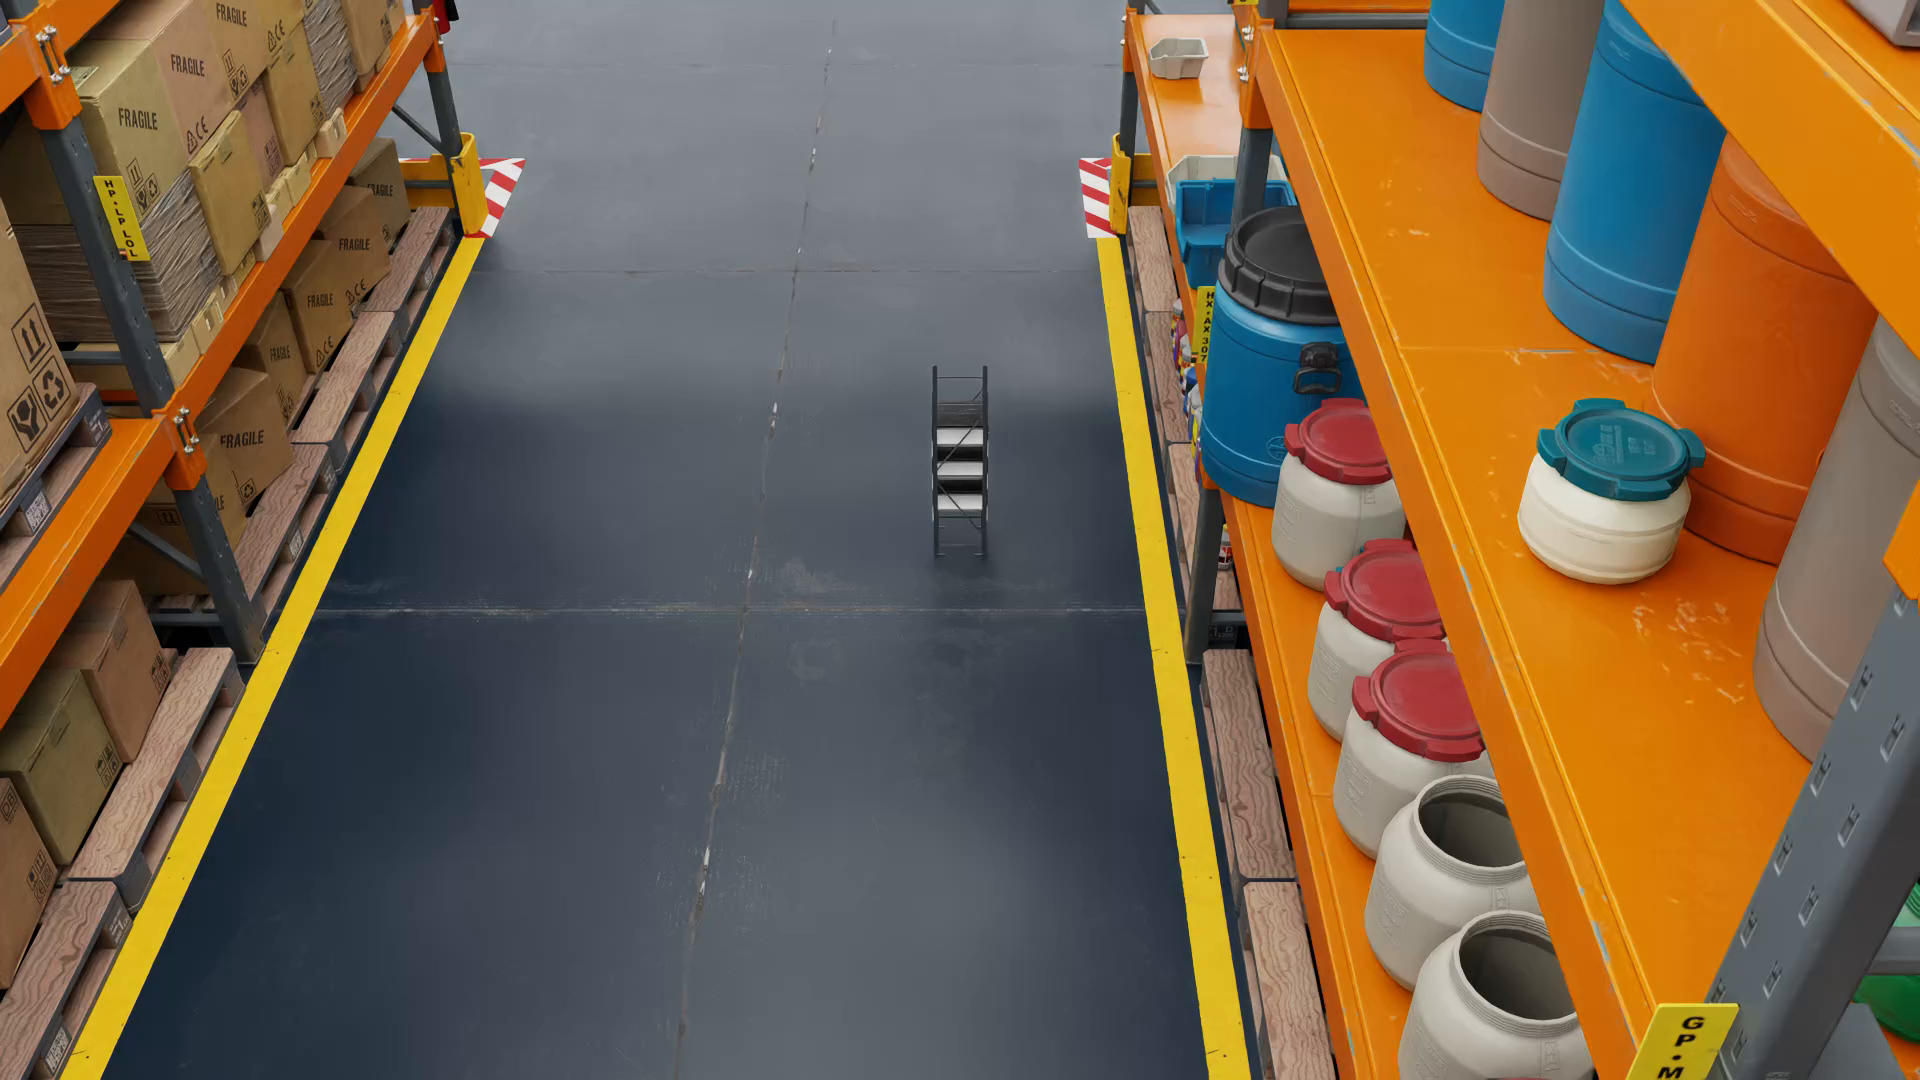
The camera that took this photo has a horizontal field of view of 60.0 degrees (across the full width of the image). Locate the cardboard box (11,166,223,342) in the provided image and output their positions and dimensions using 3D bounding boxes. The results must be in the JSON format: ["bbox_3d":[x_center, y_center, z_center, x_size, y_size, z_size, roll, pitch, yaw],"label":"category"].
[{"bbox_3d":[-3.431,-1.107,6.415,0.875,0.500,0.500,0,39,0],"label":"cardboard box"}]

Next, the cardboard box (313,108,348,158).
[{"bbox_3d":[-3.183,-1.958,7.995,0.380,0.149,0.250,0,39,0],"label":"cardboard box"}]

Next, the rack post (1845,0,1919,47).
[{"bbox_3d":[1.549,-1.862,2.717,1.013,1.000,3.121,0,39,0],"label":"rack post"}]

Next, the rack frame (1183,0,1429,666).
[{"bbox_3d":[1.461,-0.674,6.192,1.000,3.000,0.127,0,39,0],"label":"rack frame"}]

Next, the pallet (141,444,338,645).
[{"bbox_3d":[-3.528,-0.002,7.584,1.003,0.211,1.213,0,39,0],"label":"pallet"}]

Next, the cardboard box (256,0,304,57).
[{"bbox_3d":[-3.252,-2.435,7.273,0.500,0.500,0.500,0,39,0],"label":"cardboard box"}]

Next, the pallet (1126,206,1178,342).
[{"bbox_3d":[1.499,-1.532,9.492,1.003,0.211,1.213,0,39,0],"label":"pallet"}]

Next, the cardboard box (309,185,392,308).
[{"bbox_3d":[-3.478,-1.596,9.006,0.500,0.500,0.500,10,40,12],"label":"cardboard box"}]

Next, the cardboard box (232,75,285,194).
[{"bbox_3d":[-3.498,-1.732,7.195,0.875,0.500,0.500,0,39,0],"label":"cardboard box"}]

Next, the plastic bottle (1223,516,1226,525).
[{"bbox_3d":[1.130,-0.086,7.279,0.061,0.283,0.133,2,39,2],"label":"plastic bottle"}]

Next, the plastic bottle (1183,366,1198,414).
[{"bbox_3d":[1.147,-0.745,8.111,0.097,0.271,0.097,0,39,0],"label":"plastic bottle"}]

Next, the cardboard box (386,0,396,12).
[{"bbox_3d":[-3.524,-2.983,8.756,0.875,0.500,0.500,0,39,0],"label":"cardboard box"}]

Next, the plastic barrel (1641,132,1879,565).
[{"bbox_3d":[1.681,-0.433,3.150,0.600,0.830,0.708,0,39,0],"label":"plastic barrel"}]

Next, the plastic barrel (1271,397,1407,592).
[{"bbox_3d":[1.242,-0.129,5.403,0.433,0.535,0.433,0,39,0],"label":"plastic barrel"}]

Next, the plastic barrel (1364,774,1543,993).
[{"bbox_3d":[1.250,0.877,4.167,0.421,0.512,0.421,0,39,0],"label":"plastic barrel"}]

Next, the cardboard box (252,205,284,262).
[{"bbox_3d":[-3.176,-1.332,7.215,0.380,0.149,0.250,0,39,0],"label":"cardboard box"}]

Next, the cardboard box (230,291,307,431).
[{"bbox_3d":[-3.540,-0.855,8.082,0.500,0.500,0.500,-3,39,-4],"label":"cardboard box"}]

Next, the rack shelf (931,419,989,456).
[{"bbox_3d":[0.000,-0.461,7.371,0.258,0.077,0.200,0,39,0],"label":"rack shelf"}]

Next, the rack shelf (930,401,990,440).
[{"bbox_3d":[0.000,-0.531,7.314,0.258,0.077,0.200,0,39,0],"label":"rack shelf"}]

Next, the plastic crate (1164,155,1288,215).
[{"bbox_3d":[1.206,-1.586,7.542,0.530,0.136,0.437,0,39,0],"label":"plastic crate"}]

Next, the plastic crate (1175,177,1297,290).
[{"bbox_3d":[1.188,-1.308,7.102,0.499,0.251,0.616,0,39,0],"label":"plastic crate"}]

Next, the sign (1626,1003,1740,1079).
[{"bbox_3d":[0.915,0.703,2.160,0.100,0.325,0.005,0,39,0],"label":"sign"}]

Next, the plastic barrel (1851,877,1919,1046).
[{"bbox_3d":[1.414,0.563,2.374,0.294,0.245,0.294,0,39,0],"label":"plastic barrel"}]

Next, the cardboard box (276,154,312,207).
[{"bbox_3d":[-3.207,-1.645,7.605,0.380,0.149,0.250,0,39,0],"label":"cardboard box"}]

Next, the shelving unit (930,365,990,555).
[{"bbox_3d":[0.000,-0.346,7.462,0.258,0.900,0.210,0,39,0],"label":"shelving unit"}]

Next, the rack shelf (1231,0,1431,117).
[{"bbox_3d":[1.458,-2.814,7.040,1.077,0.370,4.000,0,39,0],"label":"rack shelf"}]

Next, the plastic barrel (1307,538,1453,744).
[{"bbox_3d":[1.243,0.330,4.831,0.433,0.535,0.433,0,39,0],"label":"plastic barrel"}]

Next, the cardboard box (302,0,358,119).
[{"bbox_3d":[-3.446,-2.358,7.975,0.875,0.500,0.500,0,39,0],"label":"cardboard box"}]

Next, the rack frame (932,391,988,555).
[{"bbox_3d":[0.000,-0.282,7.383,0.240,0.900,0.006,0,39,0],"label":"rack frame"}]

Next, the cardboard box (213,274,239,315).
[{"bbox_3d":[-3.207,-1.020,6.825,0.380,0.149,0.250,0,39,0],"label":"cardboard box"}]

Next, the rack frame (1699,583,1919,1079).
[{"bbox_3d":[1.465,-0.514,1.195,1.000,3.000,0.127,0,39,0],"label":"rack frame"}]

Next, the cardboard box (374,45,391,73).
[{"bbox_3d":[-3.239,-2.583,8.775,0.380,0.149,0.250,0,39,0],"label":"cardboard box"}]

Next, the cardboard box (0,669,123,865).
[{"bbox_3d":[-3.531,0.816,5.981,0.700,0.500,0.500,0,39,0],"label":"cardboard box"}]

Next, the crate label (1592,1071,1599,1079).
[{"bbox_3d":[1.735,1.192,3.835,0.502,0.435,0.616,0,39,0],"label":"crate label"}]

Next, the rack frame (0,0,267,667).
[{"bbox_3d":[-3.492,-0.670,6.188,1.000,3.000,0.127,0,39,0],"label":"rack frame"}]

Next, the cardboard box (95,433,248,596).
[{"bbox_3d":[-3.453,-0.109,7.150,0.500,0.500,0.500,-1,39,-1],"label":"cardboard box"}]

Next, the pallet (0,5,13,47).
[{"bbox_3d":[-3.598,-1.381,4.827,1.213,0.211,1.003,0,39,0],"label":"pallet"}]

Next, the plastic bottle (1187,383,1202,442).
[{"bbox_3d":[1.175,-0.609,7.937,0.152,0.276,0.135,1,39,1],"label":"plastic bottle"}]

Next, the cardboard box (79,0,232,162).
[{"bbox_3d":[-3.241,-1.810,6.492,0.500,0.500,0.500,0,39,0],"label":"cardboard box"}]

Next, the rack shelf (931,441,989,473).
[{"bbox_3d":[0.000,-0.390,7.427,0.258,0.077,0.200,0,39,0],"label":"rack shelf"}]

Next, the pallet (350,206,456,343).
[{"bbox_3d":[-3.531,-1.528,9.488,1.003,0.211,1.213,0,39,0],"label":"pallet"}]

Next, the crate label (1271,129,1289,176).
[{"bbox_3d":[1.729,-2.038,7.867,0.502,0.435,0.616,0,39,0],"label":"crate label"}]

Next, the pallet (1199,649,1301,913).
[{"bbox_3d":[1.500,0.905,6.452,1.003,0.211,1.213,0,39,0],"label":"pallet"}]

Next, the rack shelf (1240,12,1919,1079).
[{"bbox_3d":[1.463,-0.313,3.919,1.077,0.370,4.000,0,39,0],"label":"rack shelf"}]

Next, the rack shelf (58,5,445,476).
[{"bbox_3d":[-3.495,-1.640,7.974,1.077,0.370,4.000,0,39,0],"label":"rack shelf"}]

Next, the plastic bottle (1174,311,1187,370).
[{"bbox_3d":[1.129,-1.011,8.434,0.061,0.283,0.133,1,39,1],"label":"plastic bottle"}]

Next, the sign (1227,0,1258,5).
[{"bbox_3d":[0.911,-1.854,5.260,0.100,0.325,0.005,0,39,0],"label":"sign"}]

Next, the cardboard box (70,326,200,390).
[{"bbox_3d":[-3.192,-0.707,6.434,0.380,0.149,0.250,0,39,0],"label":"cardboard box"}]

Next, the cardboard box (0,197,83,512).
[{"bbox_3d":[-3.631,-0.571,5.249,1.000,1.000,1.000,0,39,0],"label":"cardboard box"}]

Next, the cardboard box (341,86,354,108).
[{"bbox_3d":[-3.295,-2.270,8.385,0.380,0.149,0.250,0,39,0],"label":"cardboard box"}]

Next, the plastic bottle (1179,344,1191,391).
[{"bbox_3d":[1.147,-0.871,8.269,0.097,0.271,0.097,0,39,0],"label":"plastic bottle"}]

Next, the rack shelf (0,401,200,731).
[{"bbox_3d":[-3.490,0.861,4.852,1.077,0.370,4.000,0,39,0],"label":"rack shelf"}]

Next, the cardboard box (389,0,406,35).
[{"bbox_3d":[-3.290,-2.896,9.166,0.380,0.149,0.250,0,39,0],"label":"cardboard box"}]

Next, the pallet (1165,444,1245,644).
[{"bbox_3d":[1.502,-0.006,7.588,1.003,0.211,1.213,0,39,0],"label":"pallet"}]

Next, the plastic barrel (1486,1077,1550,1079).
[{"bbox_3d":[1.162,1.484,3.390,0.600,0.536,0.708,0,39,0],"label":"plastic barrel"}]

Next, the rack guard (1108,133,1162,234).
[{"bbox_3d":[1.503,-2.152,10.036,1.175,0.500,0.348,0,39,0],"label":"rack guard"}]

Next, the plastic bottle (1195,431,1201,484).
[{"bbox_3d":[1.130,-0.410,7.683,0.061,0.283,0.133,2,39,3],"label":"plastic bottle"}]

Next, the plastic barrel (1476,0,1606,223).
[{"bbox_3d":[1.679,-1.313,4.190,0.600,0.901,0.600,0,39,0],"label":"plastic barrel"}]

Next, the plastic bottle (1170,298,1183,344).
[{"bbox_3d":[1.147,-1.148,8.614,0.097,0.271,0.097,0,39,0],"label":"plastic bottle"}]
